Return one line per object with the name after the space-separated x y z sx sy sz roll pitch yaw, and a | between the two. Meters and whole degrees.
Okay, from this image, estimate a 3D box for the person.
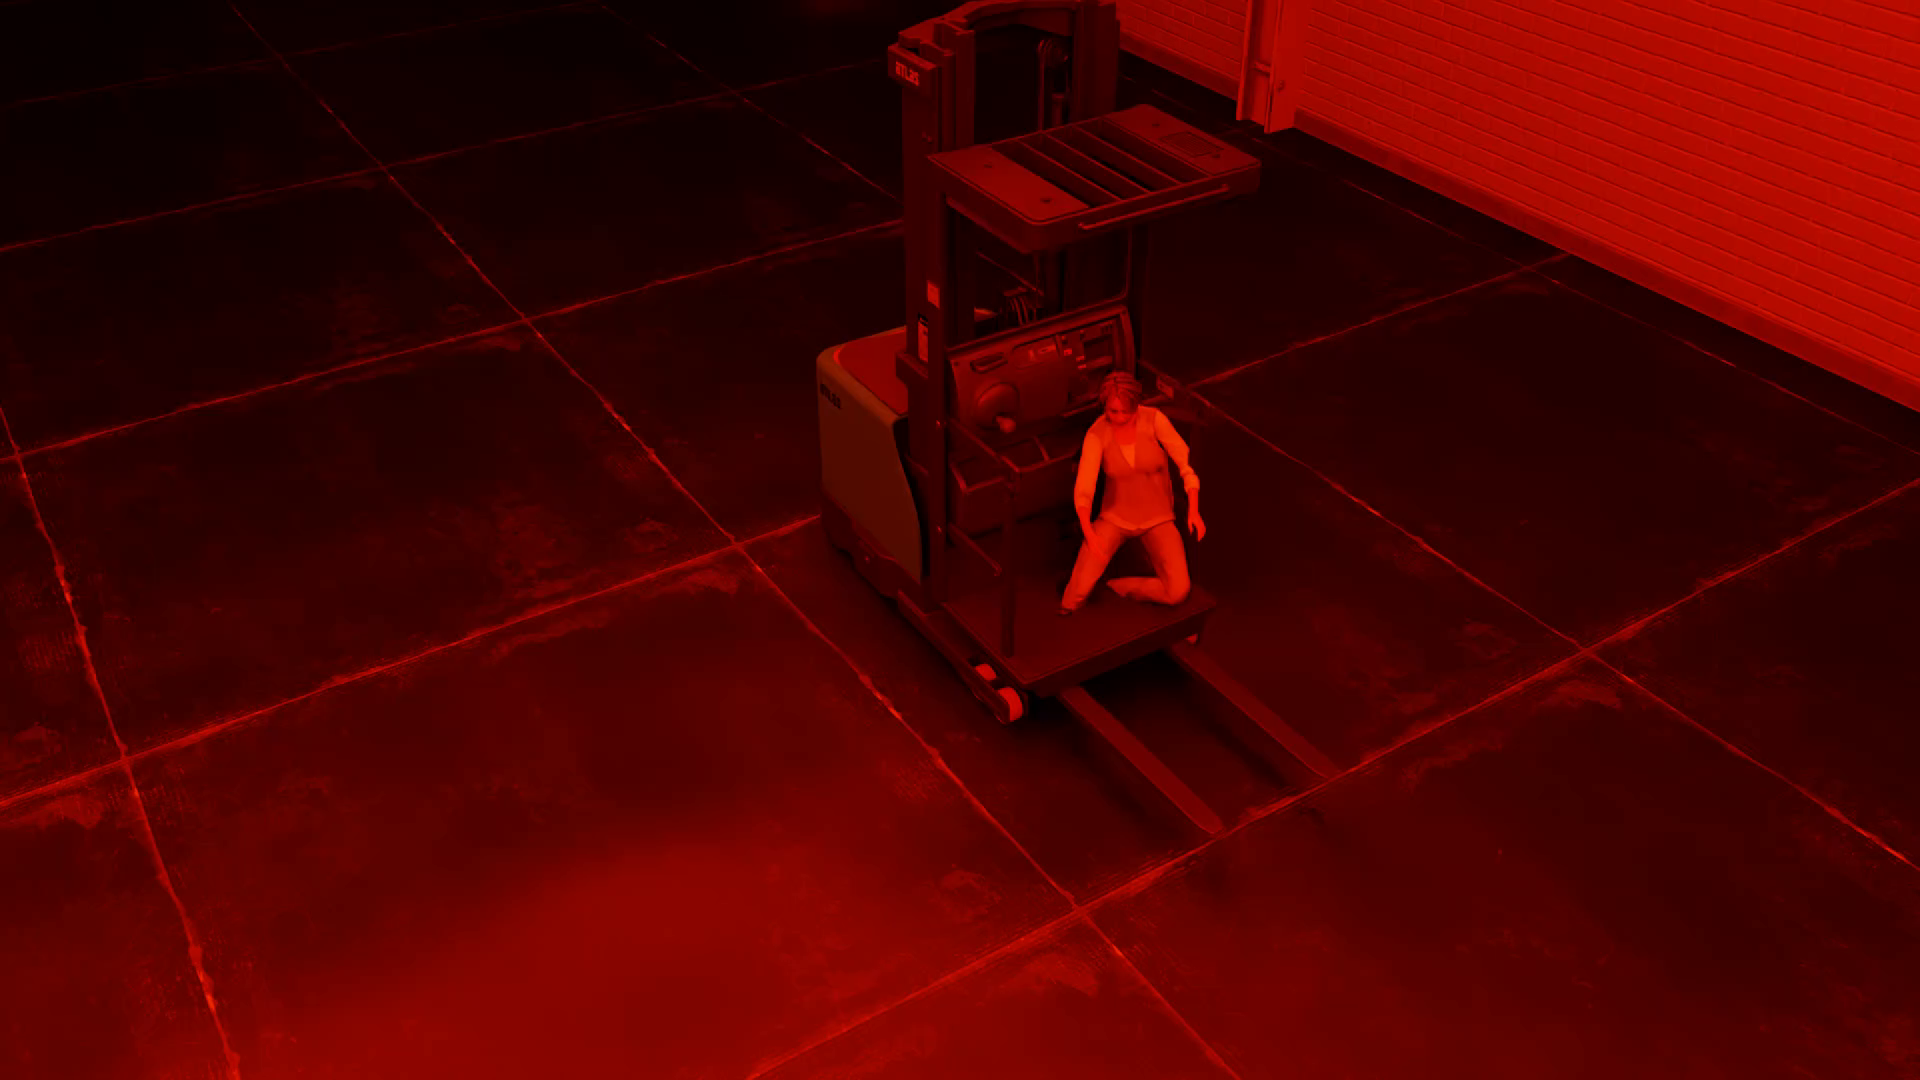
0.722 -0.028 7.467 0.728 1.436 0.661 1 35 2 | person

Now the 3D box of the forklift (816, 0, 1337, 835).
0.485 -0.680 7.115 1.130 2.935 3.031 -20 40 -26 | forklift
